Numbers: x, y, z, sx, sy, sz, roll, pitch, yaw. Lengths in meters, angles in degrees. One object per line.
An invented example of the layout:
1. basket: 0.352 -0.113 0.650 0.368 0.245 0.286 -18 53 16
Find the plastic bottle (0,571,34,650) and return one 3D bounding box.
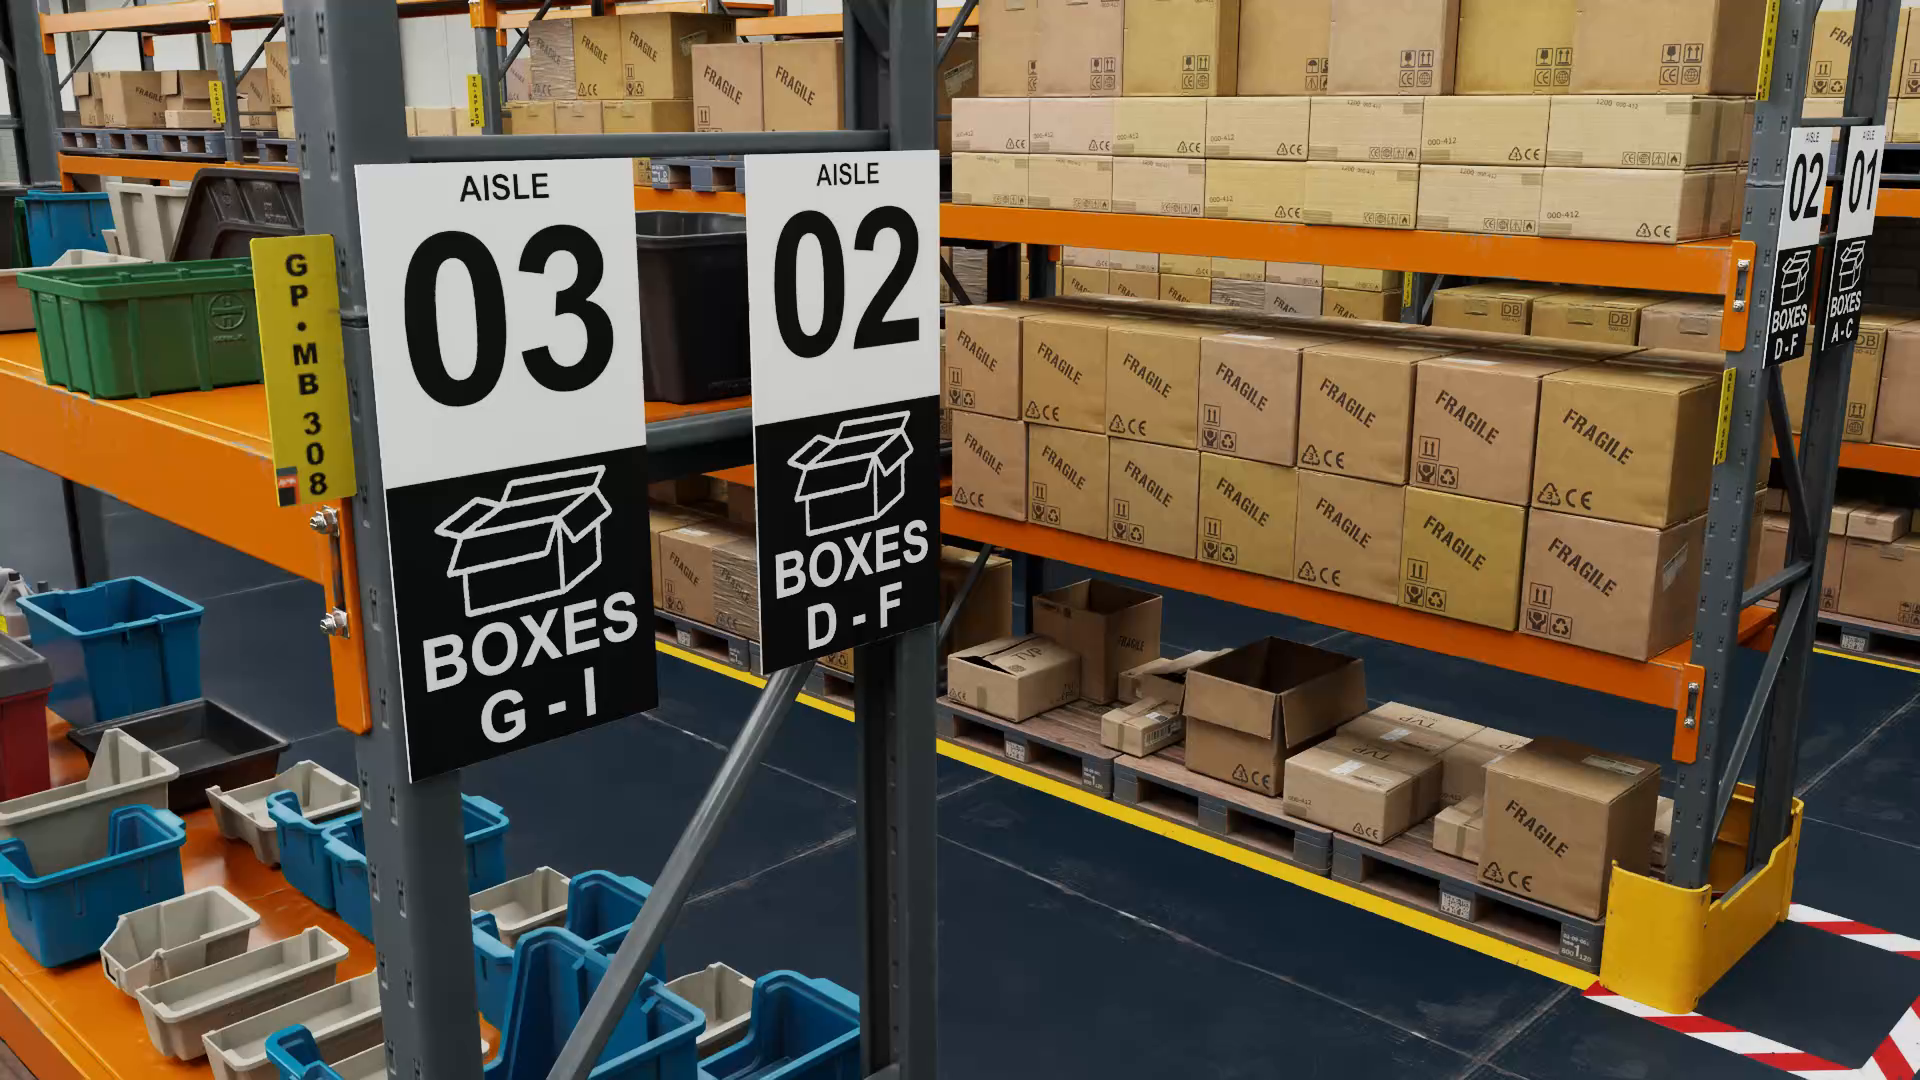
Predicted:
1. plastic bottle: -3.366 0.289 5.972 0.185 0.351 0.144 14 20 42

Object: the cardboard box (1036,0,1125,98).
1. cardboard box: 0.770 -2.298 7.673 0.500 0.500 0.700 14 20 42

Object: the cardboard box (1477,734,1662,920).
1. cardboard box: 2.449 1.141 6.691 0.500 0.500 0.500 14 20 42

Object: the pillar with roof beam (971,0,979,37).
1. pillar with roof beam: -2.635 -4.612 12.785 0.400 9.000 9.100 14 20 42

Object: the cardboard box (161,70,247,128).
1. cardboard box: -6.725 -3.989 15.030 0.797 0.503 0.637 -12 19 -38

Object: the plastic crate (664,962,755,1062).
1. plastic crate: -0.552 1.017 3.483 0.298 0.136 0.250 14 20 42

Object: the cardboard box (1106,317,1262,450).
1. cardboard box: 1.017 -0.724 7.581 0.500 0.500 0.500 13 19 41

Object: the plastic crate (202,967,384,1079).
1. plastic crate: -1.341 1.028 3.442 0.243 0.136 0.396 14 20 42

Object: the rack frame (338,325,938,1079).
1. rack frame: -0.429 1.093 2.789 0.127 3.000 1.000 14 20 42

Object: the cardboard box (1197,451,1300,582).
1. cardboard box: 1.406 -0.150 7.360 0.500 0.500 0.500 13 20 41

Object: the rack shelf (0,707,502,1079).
1. rack shelf: -1.869 1.091 4.224 4.000 0.370 1.077 14 20 42

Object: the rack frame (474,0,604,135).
1. rack frame: -2.747 -4.109 10.855 0.127 3.000 1.000 14 20 42

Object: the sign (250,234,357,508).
1. sign: -0.799 -0.206 2.030 0.005 0.325 0.100 14 20 42

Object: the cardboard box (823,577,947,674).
1. cardboard box: -0.422 0.457 9.316 0.500 0.500 0.500 14 20 42

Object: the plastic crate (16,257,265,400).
1. plastic crate: -1.337 -0.377 2.902 0.336 0.188 0.450 14 20 42

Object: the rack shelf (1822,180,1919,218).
1. rack shelf: 5.008 -2.159 10.747 4.000 0.370 1.077 14 20 42

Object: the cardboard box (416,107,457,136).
1. cardboard box: -3.503 -2.946 11.804 0.500 0.250 0.500 -14 20 -43

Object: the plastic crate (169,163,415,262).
1. plastic crate: -1.338 -0.646 3.637 0.767 0.338 0.504 14 20 42

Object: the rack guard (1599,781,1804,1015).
1. rack guard: 2.957 1.391 6.604 0.348 0.500 1.175 14 20 42

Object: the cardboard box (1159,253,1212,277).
1. cardboard box: 1.958 -2.275 13.400 0.500 0.250 0.500 13 20 41

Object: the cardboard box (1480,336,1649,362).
1. cardboard box: 2.494 -0.554 6.926 0.500 0.500 0.500 14 20 43

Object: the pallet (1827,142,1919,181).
1. pallet: 5.906 -2.242 9.815 1.213 0.211 1.003 14 20 42

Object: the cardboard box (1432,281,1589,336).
1. cardboard box: 3.947 -1.453 11.964 0.700 0.700 0.980 14 20 43

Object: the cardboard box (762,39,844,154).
1. cardboard box: -0.676 -2.472 9.291 0.600 0.600 0.600 13 20 42

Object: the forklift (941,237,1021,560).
1. forklift: -0.163 -1.267 11.980 1.130 2.935 3.031 4 15 15

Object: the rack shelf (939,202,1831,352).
1. rack shelf: 1.572 -1.259 7.293 4.000 0.370 1.077 14 20 42

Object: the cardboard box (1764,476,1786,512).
1. cardboard box: 5.374 -0.309 11.006 0.250 0.149 0.380 14 20 43

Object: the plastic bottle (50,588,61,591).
1. plastic bottle: -3.277 0.307 6.034 0.133 0.283 0.061 14 20 42

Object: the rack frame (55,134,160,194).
1. rack frame: -8.506 -2.606 16.984 0.127 3.000 1.000 14 20 42

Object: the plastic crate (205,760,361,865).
1. plastic crate: -1.847 0.741 4.542 0.466 0.136 0.293 14 20 42

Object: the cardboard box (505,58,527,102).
1. cardboard box: -4.962 -5.388 19.490 0.500 0.500 0.500 12 19 38

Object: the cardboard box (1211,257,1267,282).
1. cardboard box: 2.325 -2.186 13.059 0.500 0.250 0.500 -14 20 -43

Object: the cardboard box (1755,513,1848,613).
1. cardboard box: 5.514 0.109 10.690 0.500 0.500 0.700 14 20 42

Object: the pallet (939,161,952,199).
1. pallet: -0.289 -1.993 9.057 1.003 0.211 1.213 14 20 42

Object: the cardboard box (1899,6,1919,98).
1. cardboard box: 5.731 -2.778 9.473 0.500 0.500 0.500 14 20 42

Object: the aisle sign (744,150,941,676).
1. aisle sign: -0.171 -0.207 2.620 0.004 0.787 0.394 14 20 42

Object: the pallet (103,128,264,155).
1. pallet: -7.133 -3.673 15.305 1.213 0.211 1.003 14 20 42

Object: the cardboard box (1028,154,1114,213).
1. cardboard box: 0.668 -1.667 7.727 0.500 0.250 0.500 14 20 42

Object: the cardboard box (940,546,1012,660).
1. cardboard box: -0.047 0.362 9.679 0.500 0.500 0.500 13 19 40

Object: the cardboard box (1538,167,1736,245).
1. cardboard box: 2.459 -1.227 6.040 0.500 0.250 0.500 14 20 42

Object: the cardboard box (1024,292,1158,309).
1. cardboard box: 0.676 -0.997 8.626 0.500 0.500 0.500 14 20 42

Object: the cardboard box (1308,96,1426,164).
1. cardboard box: 1.747 -1.646 6.657 0.500 0.250 0.500 14 20 42

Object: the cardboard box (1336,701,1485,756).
1. cardboard box: 2.097 0.990 7.763 0.500 0.250 0.500 14 20 42

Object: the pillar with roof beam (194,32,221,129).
1. pillar with roof beam: -15.593 -7.762 24.875 0.400 9.000 9.100 14 20 42

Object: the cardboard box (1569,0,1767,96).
1. cardboard box: 2.630 -1.876 6.054 0.500 0.500 0.700 14 20 42

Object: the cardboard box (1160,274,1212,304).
1. cardboard box: 1.968 -1.906 13.470 0.500 0.500 0.500 -14 20 -43

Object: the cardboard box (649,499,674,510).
1. cardboard box: -2.237 0.013 11.018 0.500 0.500 0.500 13 19 40

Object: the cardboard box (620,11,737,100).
1. cardboard box: -1.703 -2.934 10.112 0.500 0.500 0.500 14 20 42
